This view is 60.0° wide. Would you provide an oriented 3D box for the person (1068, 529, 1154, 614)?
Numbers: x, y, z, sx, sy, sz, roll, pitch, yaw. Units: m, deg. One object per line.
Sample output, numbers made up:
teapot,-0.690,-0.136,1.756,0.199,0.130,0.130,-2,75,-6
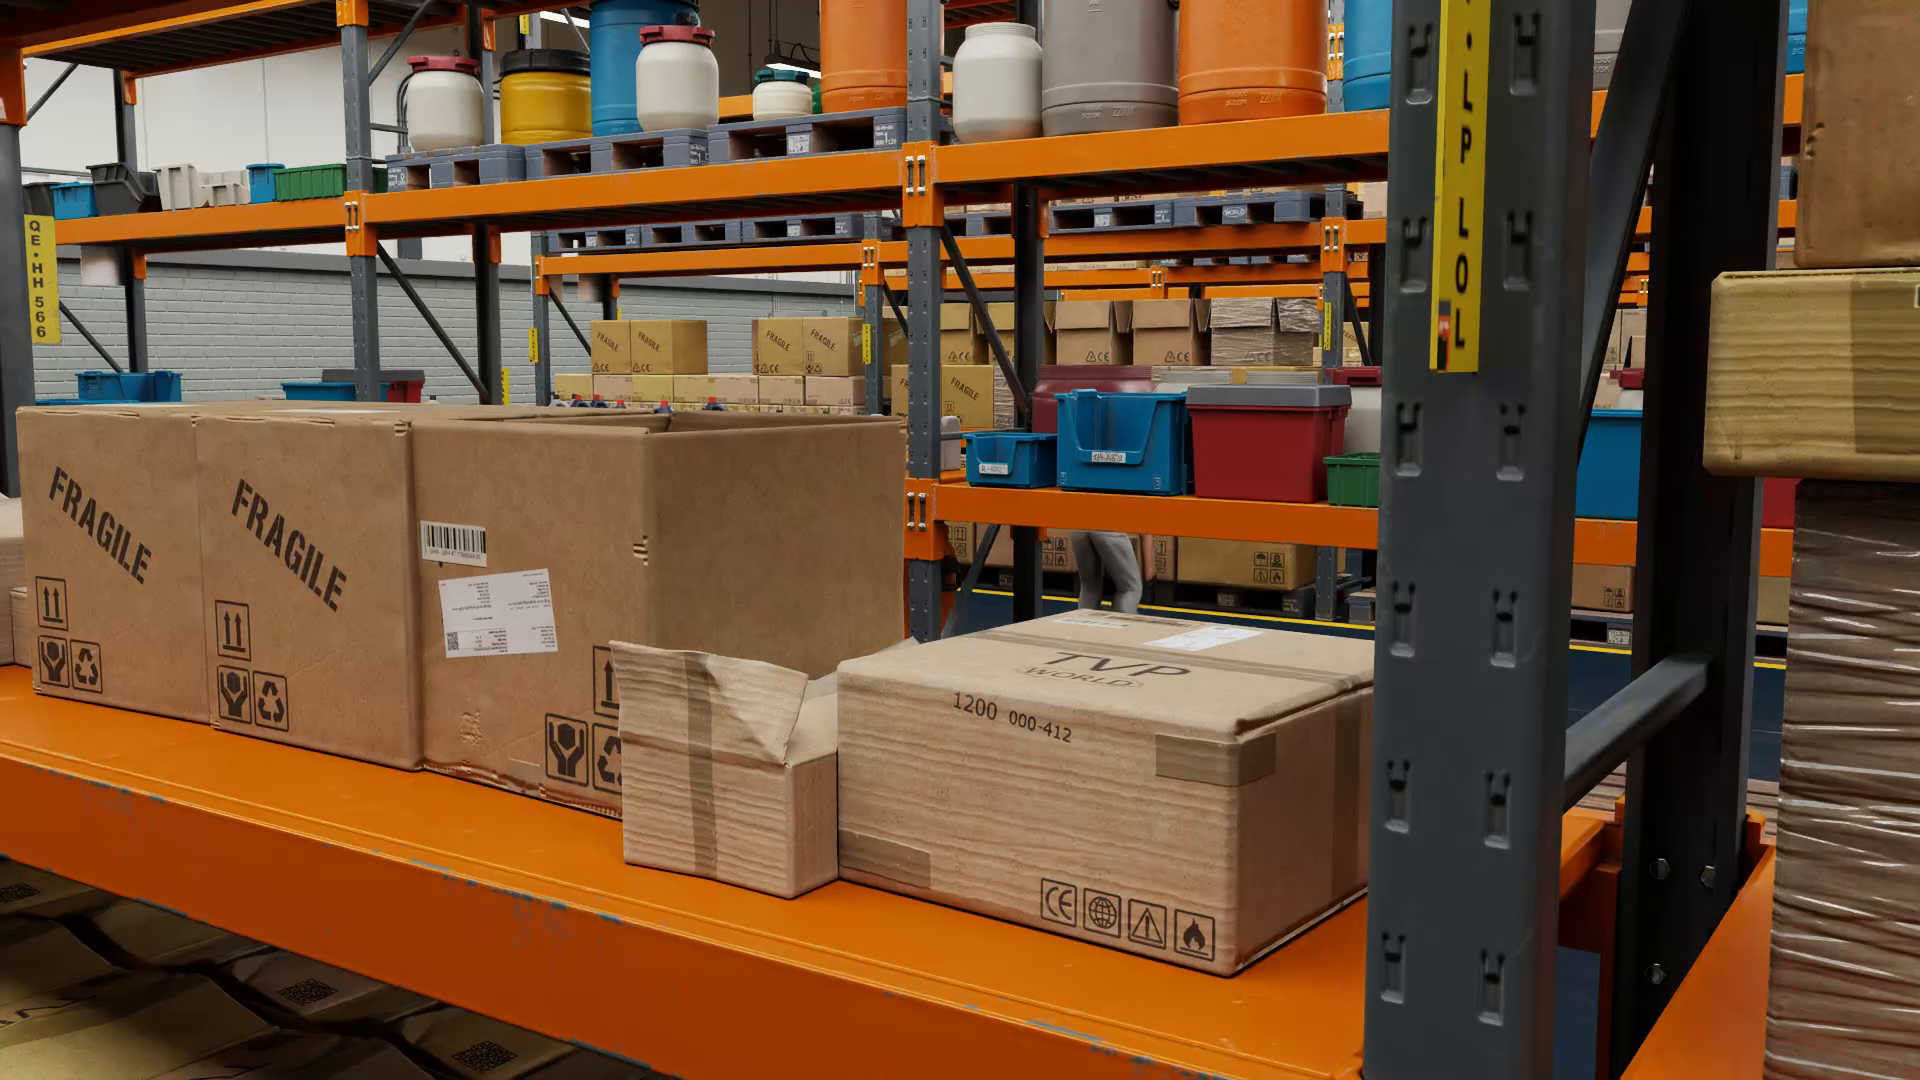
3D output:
person,0.959,0.098,10.214,0.415,1.318,0.801,4,8,32
